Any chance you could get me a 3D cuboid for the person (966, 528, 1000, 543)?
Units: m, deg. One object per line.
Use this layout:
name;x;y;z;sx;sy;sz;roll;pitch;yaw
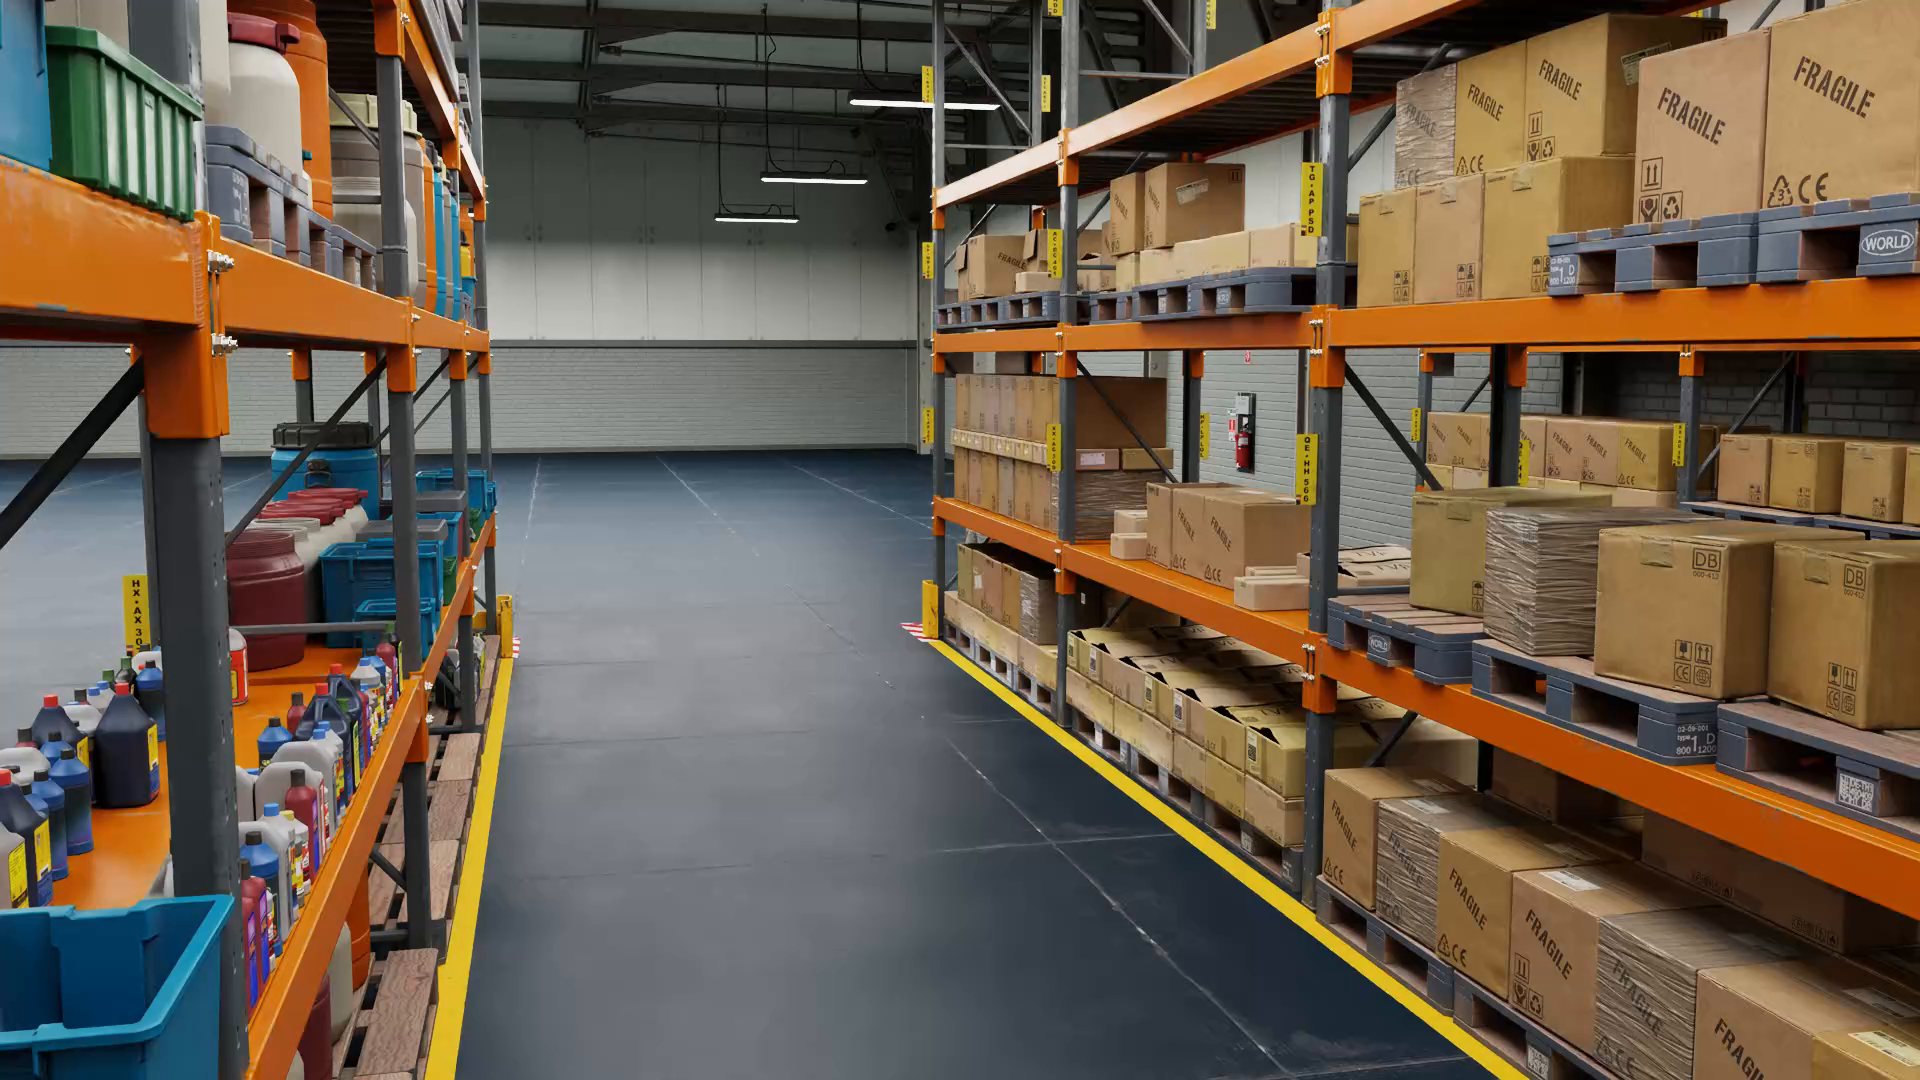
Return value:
person;0.184;-0.077;16.784;0.529;1.670;0.598;-3;7;-27
